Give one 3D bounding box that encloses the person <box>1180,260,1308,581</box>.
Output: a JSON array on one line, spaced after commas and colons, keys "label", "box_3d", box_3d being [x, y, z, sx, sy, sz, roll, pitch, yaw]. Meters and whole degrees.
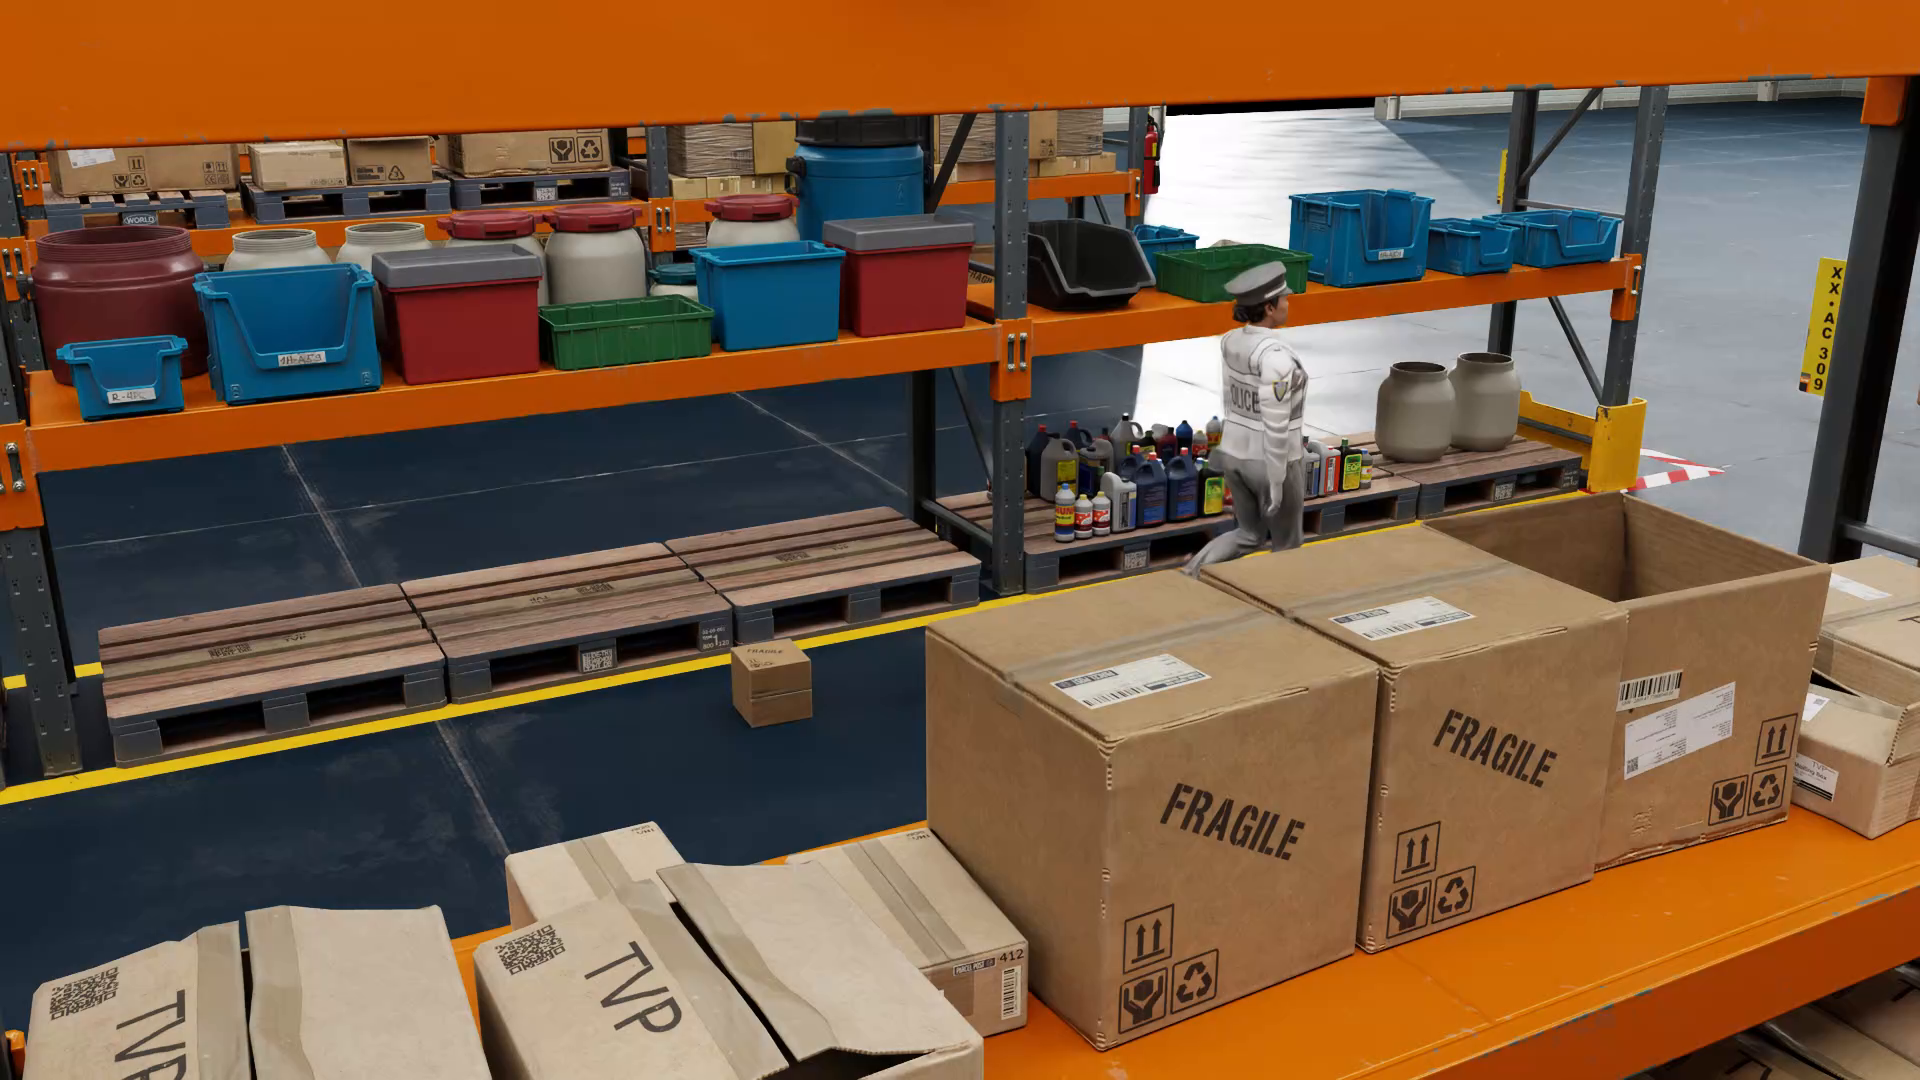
[{"label": "person", "box_3d": [1.212, -0.323, 6.921, 0.648, 1.672, 0.479, -8, 20, -22]}]
